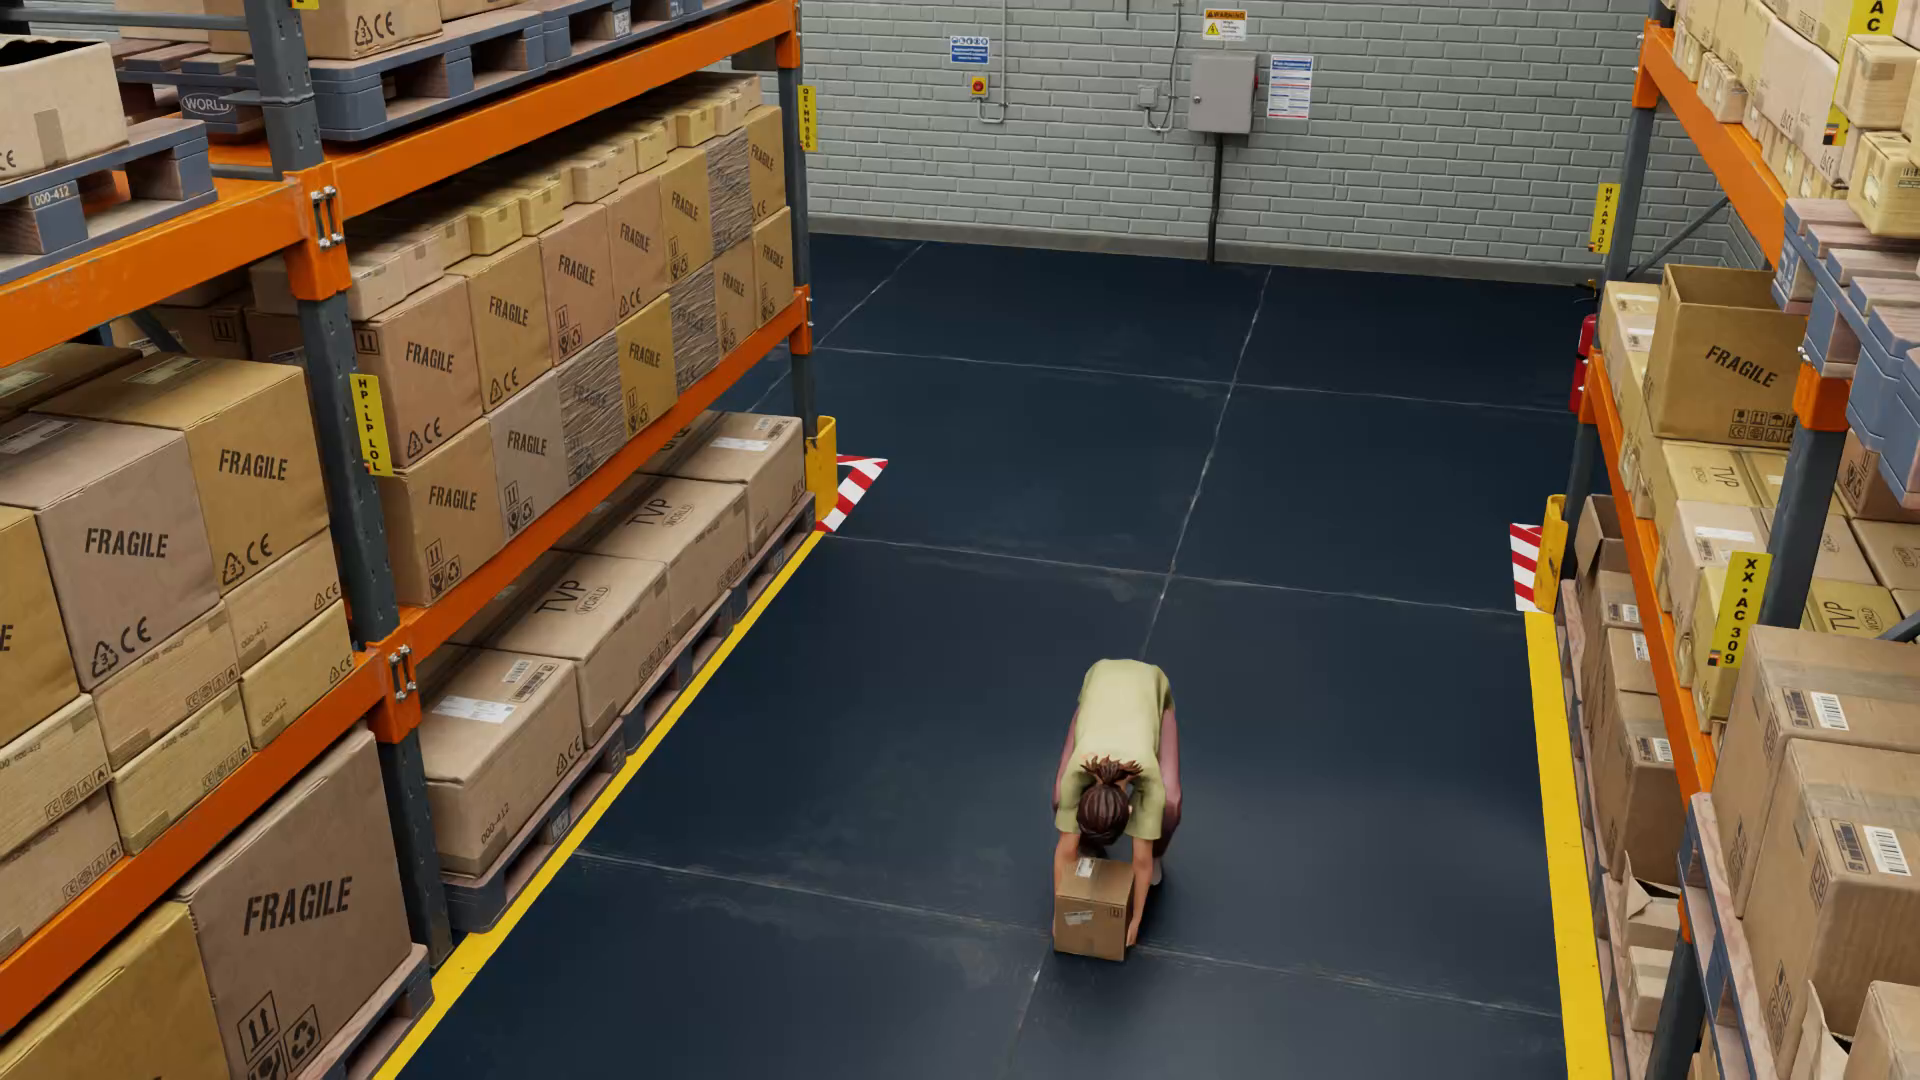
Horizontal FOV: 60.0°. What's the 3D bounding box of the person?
[{"bbox_3d":[0.579,0.945,6.122,0.476,0.835,0.855,5,26,11],"label":"person"}]
